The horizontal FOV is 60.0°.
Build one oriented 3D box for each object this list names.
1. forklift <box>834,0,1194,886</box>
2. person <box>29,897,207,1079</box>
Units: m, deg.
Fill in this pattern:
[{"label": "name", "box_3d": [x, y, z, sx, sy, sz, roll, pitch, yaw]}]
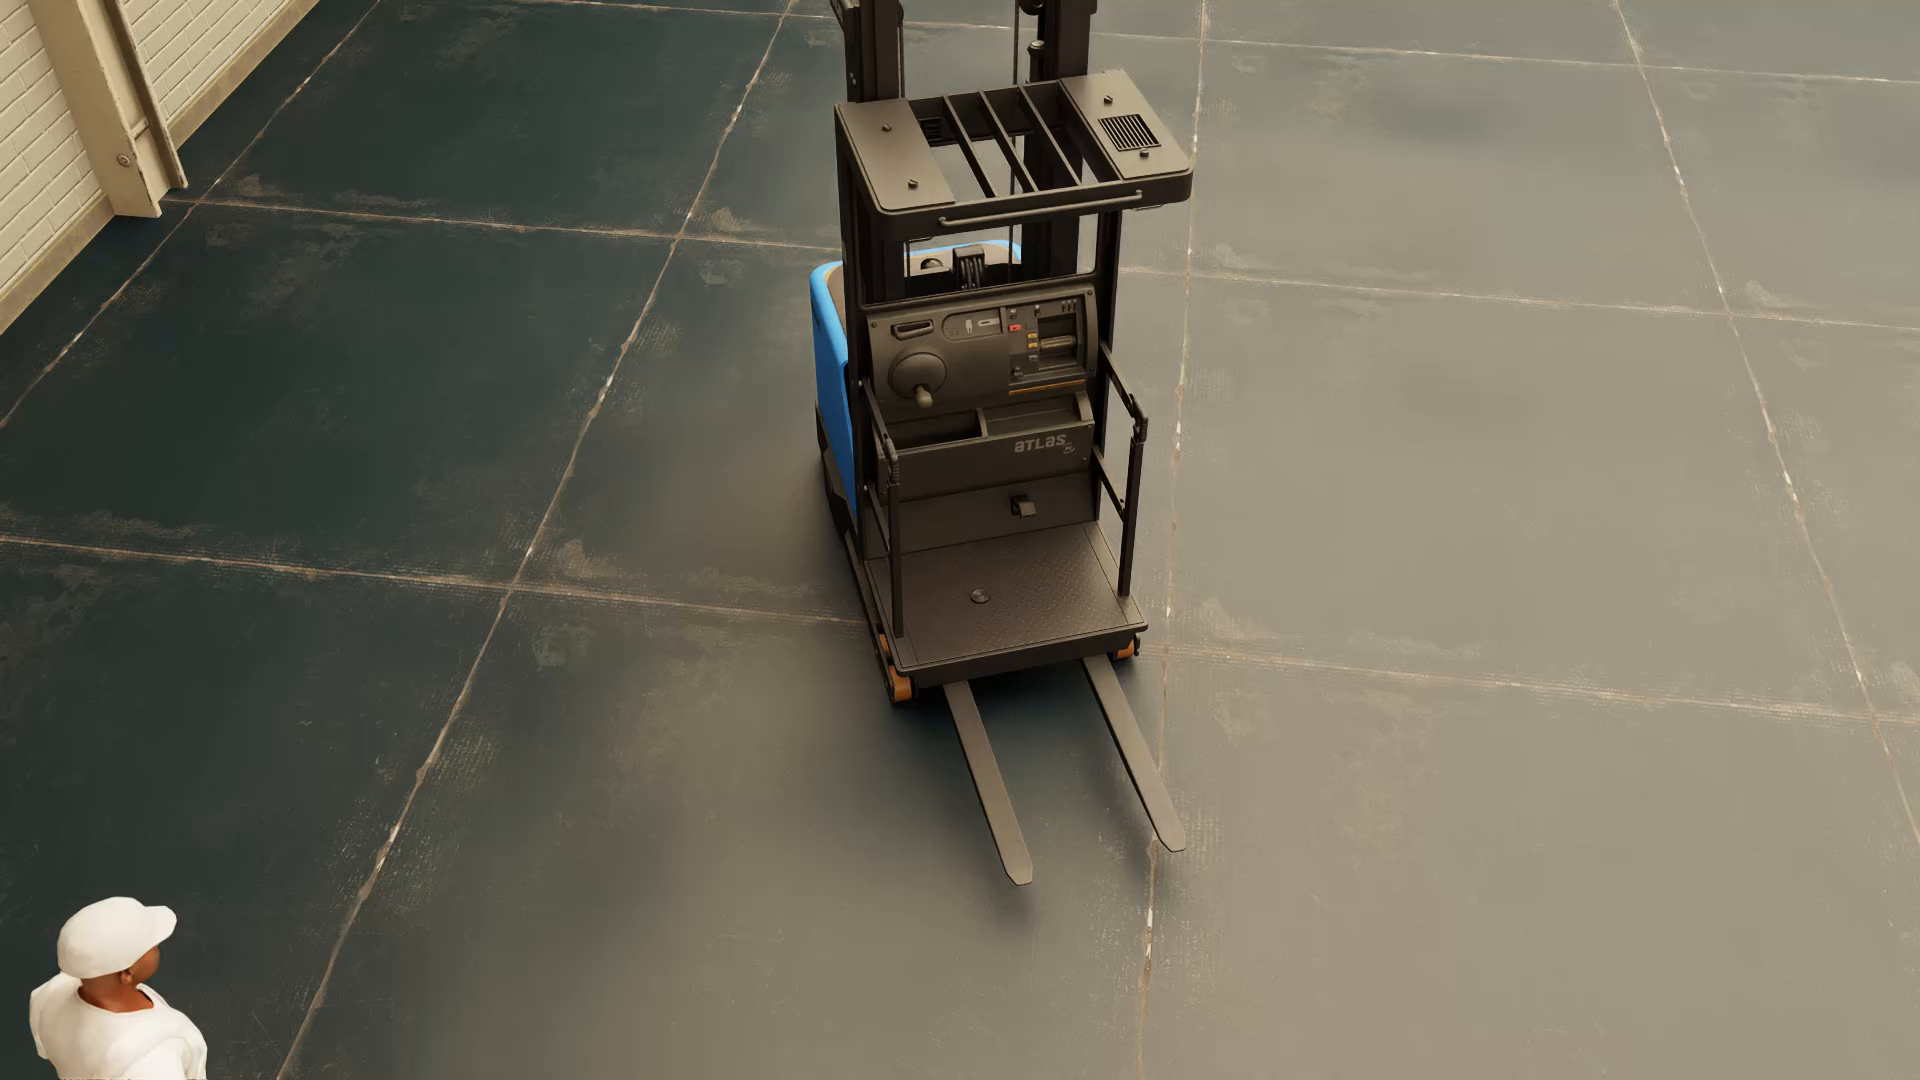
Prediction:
[{"label": "forklift", "box_3d": [0.149, -0.680, 6.465, 1.121, 2.935, 3.031, -10, 44, -11]}, {"label": "person", "box_3d": [-2.230, 1.653, 4.788, 0.679, 1.765, 0.462, 25, 48, 25]}]
